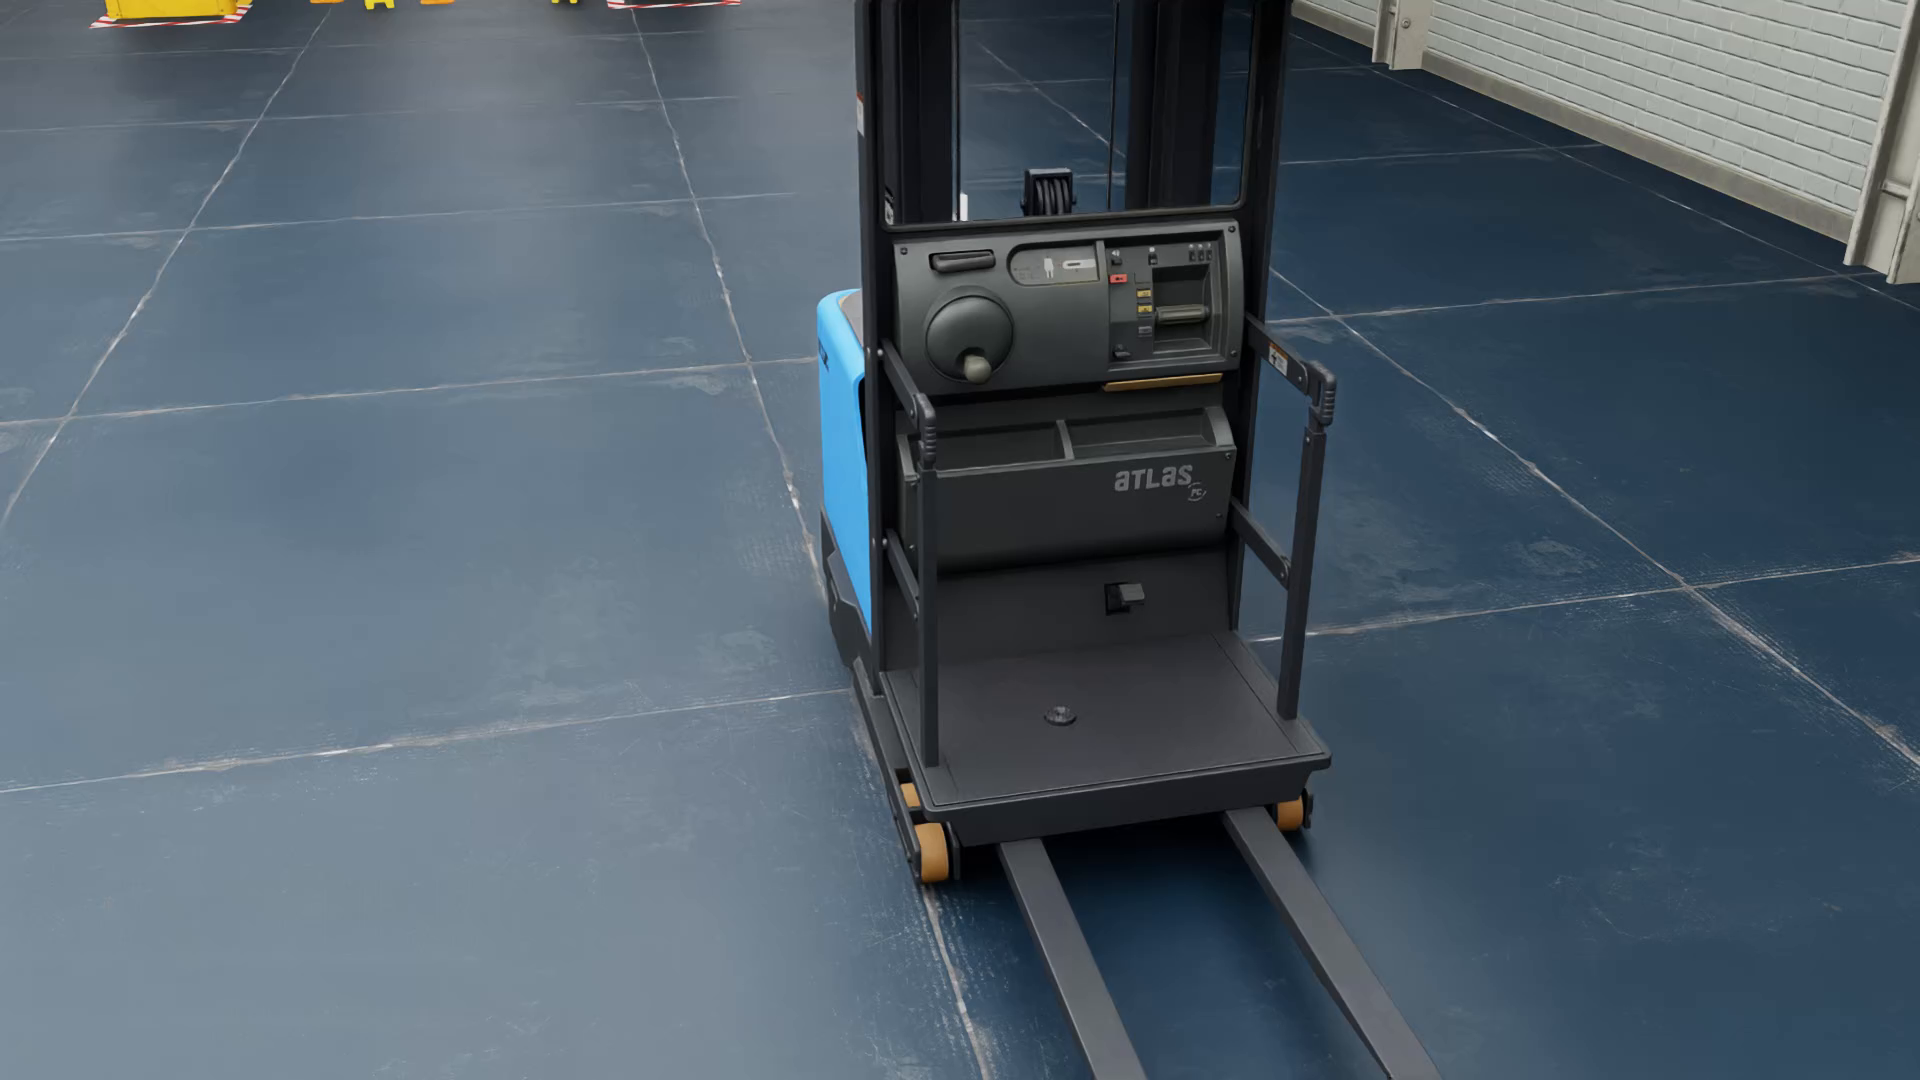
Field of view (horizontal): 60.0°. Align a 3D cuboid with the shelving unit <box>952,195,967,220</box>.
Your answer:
[{"bbox_3d":[-0.037,-0.608,6.124,0.258,1.200,0.503,-6,27,-12],"label":"shelving unit"}]

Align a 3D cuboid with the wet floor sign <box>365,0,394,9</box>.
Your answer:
[{"bbox_3d":[-5.979,-5.779,16.984,0.267,0.644,0.232,-11,29,-20],"label":"wet floor sign"}]

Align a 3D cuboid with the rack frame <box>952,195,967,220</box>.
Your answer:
[{"bbox_3d":[-0.092,-0.715,6.336,0.240,1.200,0.015,-6,27,-12],"label":"rack frame"}]

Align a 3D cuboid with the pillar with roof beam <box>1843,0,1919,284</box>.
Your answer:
[{"bbox_3d":[0.951,-5.065,6.297,9.100,9.000,0.400,-6,27,-12],"label":"pillar with roof beam"}]

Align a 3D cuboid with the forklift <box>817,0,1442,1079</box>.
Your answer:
[{"bbox_3d":[0.342,-0.579,4.143,1.130,2.935,3.031,-6,27,-12],"label":"forklift"}]

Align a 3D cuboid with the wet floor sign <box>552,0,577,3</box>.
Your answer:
[{"bbox_3d":[-4.115,-5.946,17.314,0.267,0.644,0.232,3,27,6],"label":"wet floor sign"}]

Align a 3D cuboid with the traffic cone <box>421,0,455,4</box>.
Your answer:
[{"bbox_3d":[-5.474,-5.852,17.331,0.336,0.463,0.334,-6,27,-12],"label":"traffic cone"}]

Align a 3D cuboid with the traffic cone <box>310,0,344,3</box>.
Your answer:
[{"bbox_3d":[-6.651,-5.887,17.399,0.336,0.463,0.334,-6,27,-12],"label":"traffic cone"}]
